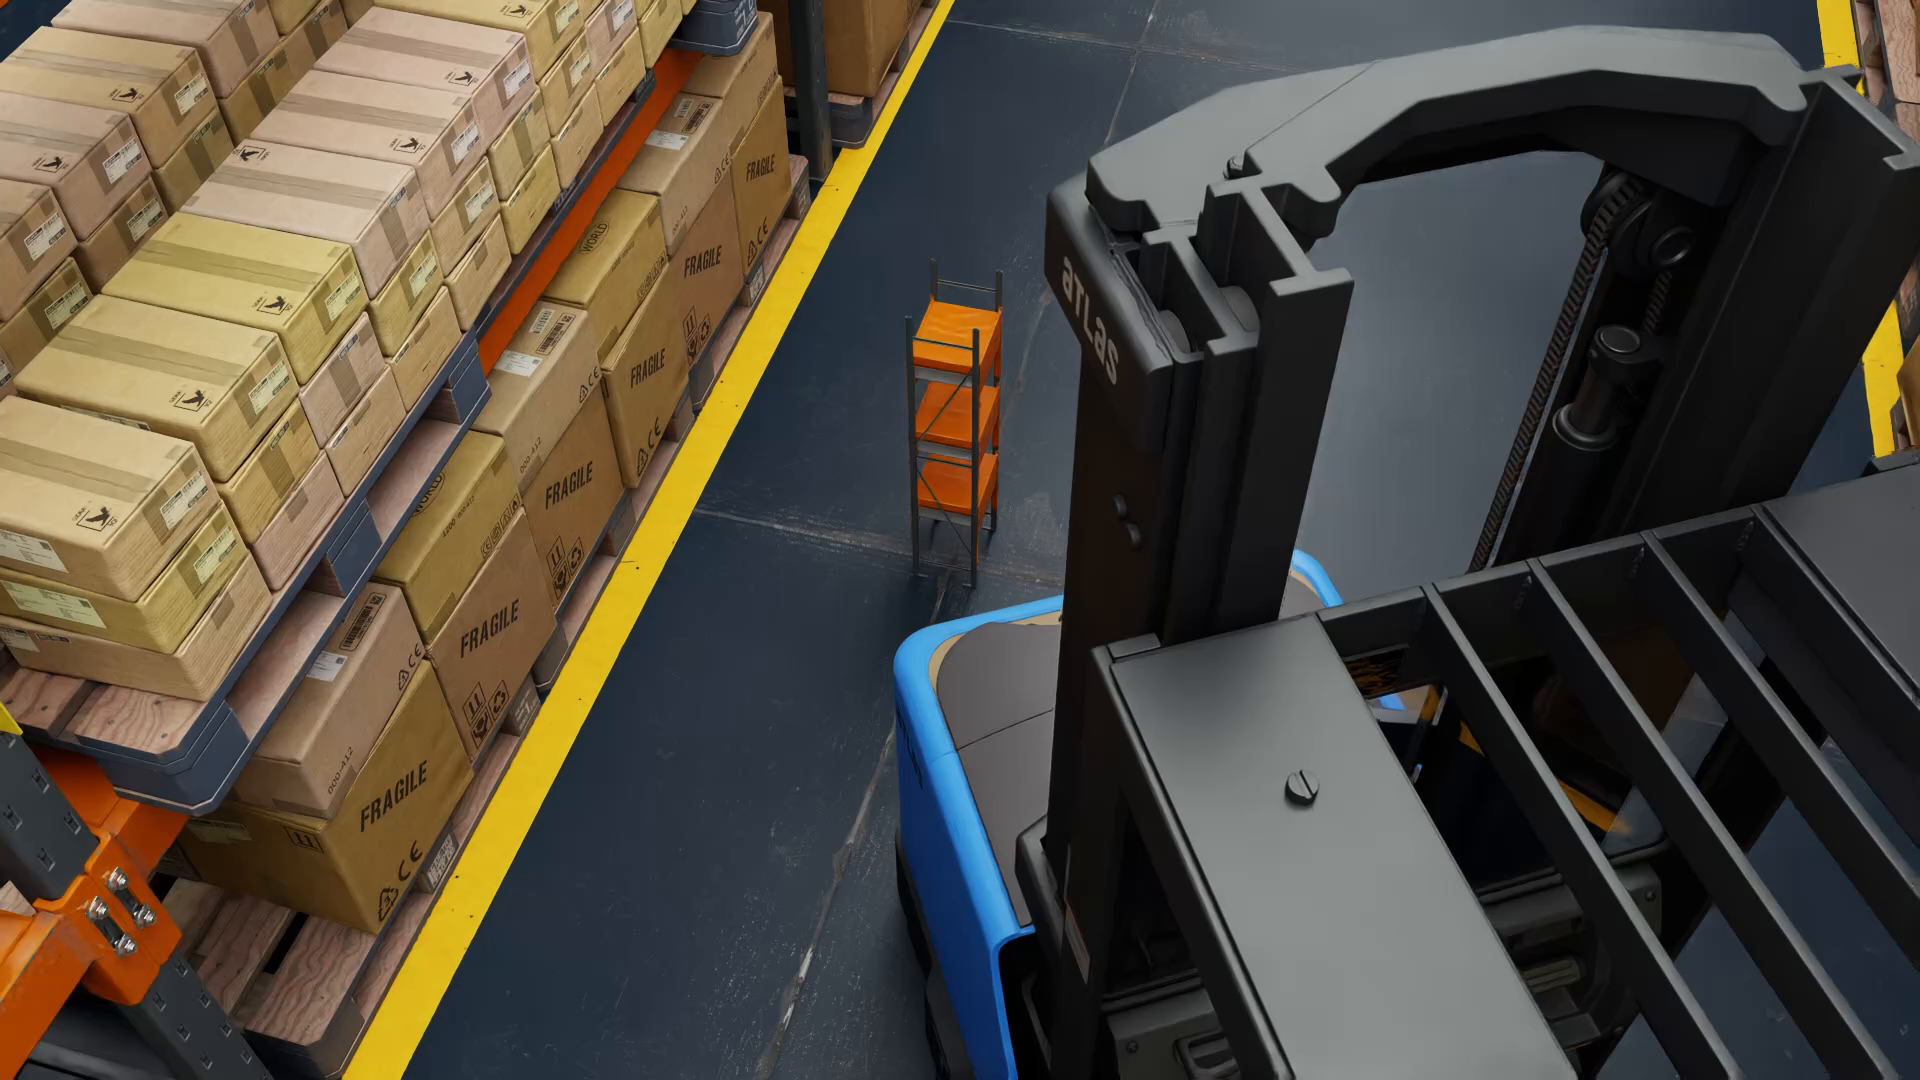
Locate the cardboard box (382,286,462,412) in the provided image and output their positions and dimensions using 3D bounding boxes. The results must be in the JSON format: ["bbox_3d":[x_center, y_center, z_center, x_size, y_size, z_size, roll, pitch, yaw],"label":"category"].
[{"bbox_3d":[-1.298,-0.439,3.524,0.380,0.149,0.250,12,50,10],"label":"cardboard box"}]

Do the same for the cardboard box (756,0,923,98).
[{"bbox_3d":[-0.749,-2.337,6.532,1.050,0.750,0.750,11,49,10],"label":"cardboard box"}]

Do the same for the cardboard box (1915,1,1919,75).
[{"bbox_3d":[4.196,-2.090,6.467,0.700,0.500,0.500,15,50,13],"label":"cardboard box"}]

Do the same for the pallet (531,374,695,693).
[{"bbox_3d":[-1.526,-0.152,5.243,1.003,0.211,1.213,12,50,10],"label":"pallet"}]

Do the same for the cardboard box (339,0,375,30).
[{"bbox_3d":[-1.655,-1.432,4.202,0.380,0.149,0.250,11,50,10],"label":"cardboard box"}]

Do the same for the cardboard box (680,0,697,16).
[{"bbox_3d":[-0.886,-1.583,4.534,0.380,0.149,0.250,11,49,10],"label":"cardboard box"}]

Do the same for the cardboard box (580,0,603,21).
[{"bbox_3d":[-1.025,-1.392,3.969,0.380,0.149,0.250,14,50,12],"label":"cardboard box"}]

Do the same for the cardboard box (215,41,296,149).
[{"bbox_3d":[-1.791,-1.061,3.875,0.380,0.149,0.250,12,50,10],"label":"cardboard box"}]

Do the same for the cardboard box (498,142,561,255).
[{"bbox_3d":[-1.163,-0.822,3.862,0.380,0.149,0.250,11,49,9],"label":"cardboard box"}]

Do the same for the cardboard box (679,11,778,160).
[{"bbox_3d":[-0.923,-1.533,5.489,0.500,0.250,0.500,11,49,9],"label":"cardboard box"}]

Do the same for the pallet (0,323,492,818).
[{"bbox_3d":[-1.708,-0.087,3.454,1.003,0.211,1.213,12,50,10],"label":"pallet"}]

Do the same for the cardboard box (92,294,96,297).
[{"bbox_3d":[-1.934,-0.557,3.629,0.380,0.149,0.250,9,49,8],"label":"cardboard box"}]

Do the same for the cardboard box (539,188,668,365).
[{"bbox_3d":[-1.195,-0.801,4.843,0.500,0.250,0.500,13,50,11],"label":"cardboard box"}]

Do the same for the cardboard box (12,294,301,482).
[{"bbox_3d":[-1.434,-0.276,2.984,0.380,0.149,0.250,13,50,11],"label":"cardboard box"}]

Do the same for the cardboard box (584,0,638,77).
[{"bbox_3d":[-1.024,-1.293,4.080,0.380,0.149,0.250,13,50,11],"label":"cardboard box"}]

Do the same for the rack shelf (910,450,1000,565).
[{"bbox_3d":[-0.014,-0.118,5.039,0.215,0.259,0.240,12,50,10],"label":"rack shelf"}]

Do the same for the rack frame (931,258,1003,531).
[{"bbox_3d":[0.018,-0.397,4.900,0.200,1.050,0.008,12,50,10],"label":"rack frame"}]

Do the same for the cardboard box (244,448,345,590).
[{"bbox_3d":[-1.434,-0.078,3.205,0.380,0.149,0.250,12,50,11],"label":"cardboard box"}]

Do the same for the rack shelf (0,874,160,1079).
[{"bbox_3d":[-2.575,2.059,1.912,1.077,0.370,4.000,12,50,10],"label":"rack shelf"}]

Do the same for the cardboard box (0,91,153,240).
[{"bbox_3d":[-1.923,-0.779,3.427,0.380,0.149,0.250,11,50,10],"label":"cardboard box"}]

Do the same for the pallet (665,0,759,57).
[{"bbox_3d":[-1.081,-1.919,5.071,1.213,0.211,1.003,12,50,10],"label":"pallet"}]

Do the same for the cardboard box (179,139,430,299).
[{"bbox_3d":[-1.296,-0.641,3.306,0.380,0.149,0.250,11,49,10],"label":"cardboard box"}]

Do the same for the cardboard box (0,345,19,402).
[{"bbox_3d":[-2.067,-0.298,3.201,0.380,0.149,0.250,12,50,10],"label":"cardboard box"}]

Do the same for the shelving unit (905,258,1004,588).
[{"bbox_3d":[-0.014,-0.309,4.822,0.215,1.050,0.252,12,50,10],"label":"shelving unit"}]

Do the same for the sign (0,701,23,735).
[{"bbox_3d":[-1.524,0.189,2.505,0.100,0.325,0.005,12,50,10],"label":"sign"}]

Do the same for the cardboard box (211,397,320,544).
[{"bbox_3d":[-1.435,-0.162,3.082,0.380,0.149,0.250,11,49,9],"label":"cardboard box"}]

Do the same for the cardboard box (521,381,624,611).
[{"bbox_3d":[-1.336,-0.185,4.799,0.500,0.500,0.500,12,50,11],"label":"cardboard box"}]

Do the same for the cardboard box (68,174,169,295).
[{"bbox_3d":[-1.931,-0.676,3.535,0.380,0.149,0.250,10,49,9],"label":"cardboard box"}]

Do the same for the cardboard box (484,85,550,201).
[{"bbox_3d":[-1.161,-0.925,3.754,0.380,0.149,0.250,11,49,9],"label":"cardboard box"}]

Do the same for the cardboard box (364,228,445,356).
[{"bbox_3d":[-1.300,-0.537,3.413,0.380,0.149,0.250,10,49,8],"label":"cardboard box"}]

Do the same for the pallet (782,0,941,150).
[{"bbox_3d":[-0.716,-2.152,7.009,1.003,0.211,1.213,12,50,10],"label":"pallet"}]

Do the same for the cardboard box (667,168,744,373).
[{"bbox_3d":[-1.058,-0.929,5.456,0.500,0.500,0.500,13,50,12],"label":"cardboard box"}]

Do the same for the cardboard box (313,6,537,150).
[{"bbox_3d":[-1.162,-1.008,3.630,0.380,0.149,0.250,13,50,11],"label":"cardboard box"}]

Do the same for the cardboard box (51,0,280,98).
[{"bbox_3d":[-1.788,-1.150,3.755,0.380,0.149,0.250,10,49,8],"label":"cardboard box"}]

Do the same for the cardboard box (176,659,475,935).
[{"bbox_3d":[-1.599,0.580,4.125,0.500,0.500,0.500,13,50,11],"label":"cardboard box"}]

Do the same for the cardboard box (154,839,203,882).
[{"bbox_3d":[-2.097,0.477,4.215,0.500,0.500,0.500,11,49,9],"label":"cardboard box"}]

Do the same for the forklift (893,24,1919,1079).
[{"bbox_3d":[0.749,0.901,2.500,1.130,2.935,3.031,-13,50,-11],"label":"forklift"}]

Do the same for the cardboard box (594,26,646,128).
[{"bbox_3d":[-1.025,-1.201,4.197,0.380,0.149,0.250,13,50,11],"label":"cardboard box"}]

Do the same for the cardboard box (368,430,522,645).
[{"bbox_3d":[-1.462,-0.054,4.184,0.500,0.250,0.500,13,50,11],"label":"cardboard box"}]

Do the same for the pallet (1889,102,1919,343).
[{"bbox_3d":[3.969,-1.110,6.089,1.003,0.211,1.213,12,50,10],"label":"pallet"}]
